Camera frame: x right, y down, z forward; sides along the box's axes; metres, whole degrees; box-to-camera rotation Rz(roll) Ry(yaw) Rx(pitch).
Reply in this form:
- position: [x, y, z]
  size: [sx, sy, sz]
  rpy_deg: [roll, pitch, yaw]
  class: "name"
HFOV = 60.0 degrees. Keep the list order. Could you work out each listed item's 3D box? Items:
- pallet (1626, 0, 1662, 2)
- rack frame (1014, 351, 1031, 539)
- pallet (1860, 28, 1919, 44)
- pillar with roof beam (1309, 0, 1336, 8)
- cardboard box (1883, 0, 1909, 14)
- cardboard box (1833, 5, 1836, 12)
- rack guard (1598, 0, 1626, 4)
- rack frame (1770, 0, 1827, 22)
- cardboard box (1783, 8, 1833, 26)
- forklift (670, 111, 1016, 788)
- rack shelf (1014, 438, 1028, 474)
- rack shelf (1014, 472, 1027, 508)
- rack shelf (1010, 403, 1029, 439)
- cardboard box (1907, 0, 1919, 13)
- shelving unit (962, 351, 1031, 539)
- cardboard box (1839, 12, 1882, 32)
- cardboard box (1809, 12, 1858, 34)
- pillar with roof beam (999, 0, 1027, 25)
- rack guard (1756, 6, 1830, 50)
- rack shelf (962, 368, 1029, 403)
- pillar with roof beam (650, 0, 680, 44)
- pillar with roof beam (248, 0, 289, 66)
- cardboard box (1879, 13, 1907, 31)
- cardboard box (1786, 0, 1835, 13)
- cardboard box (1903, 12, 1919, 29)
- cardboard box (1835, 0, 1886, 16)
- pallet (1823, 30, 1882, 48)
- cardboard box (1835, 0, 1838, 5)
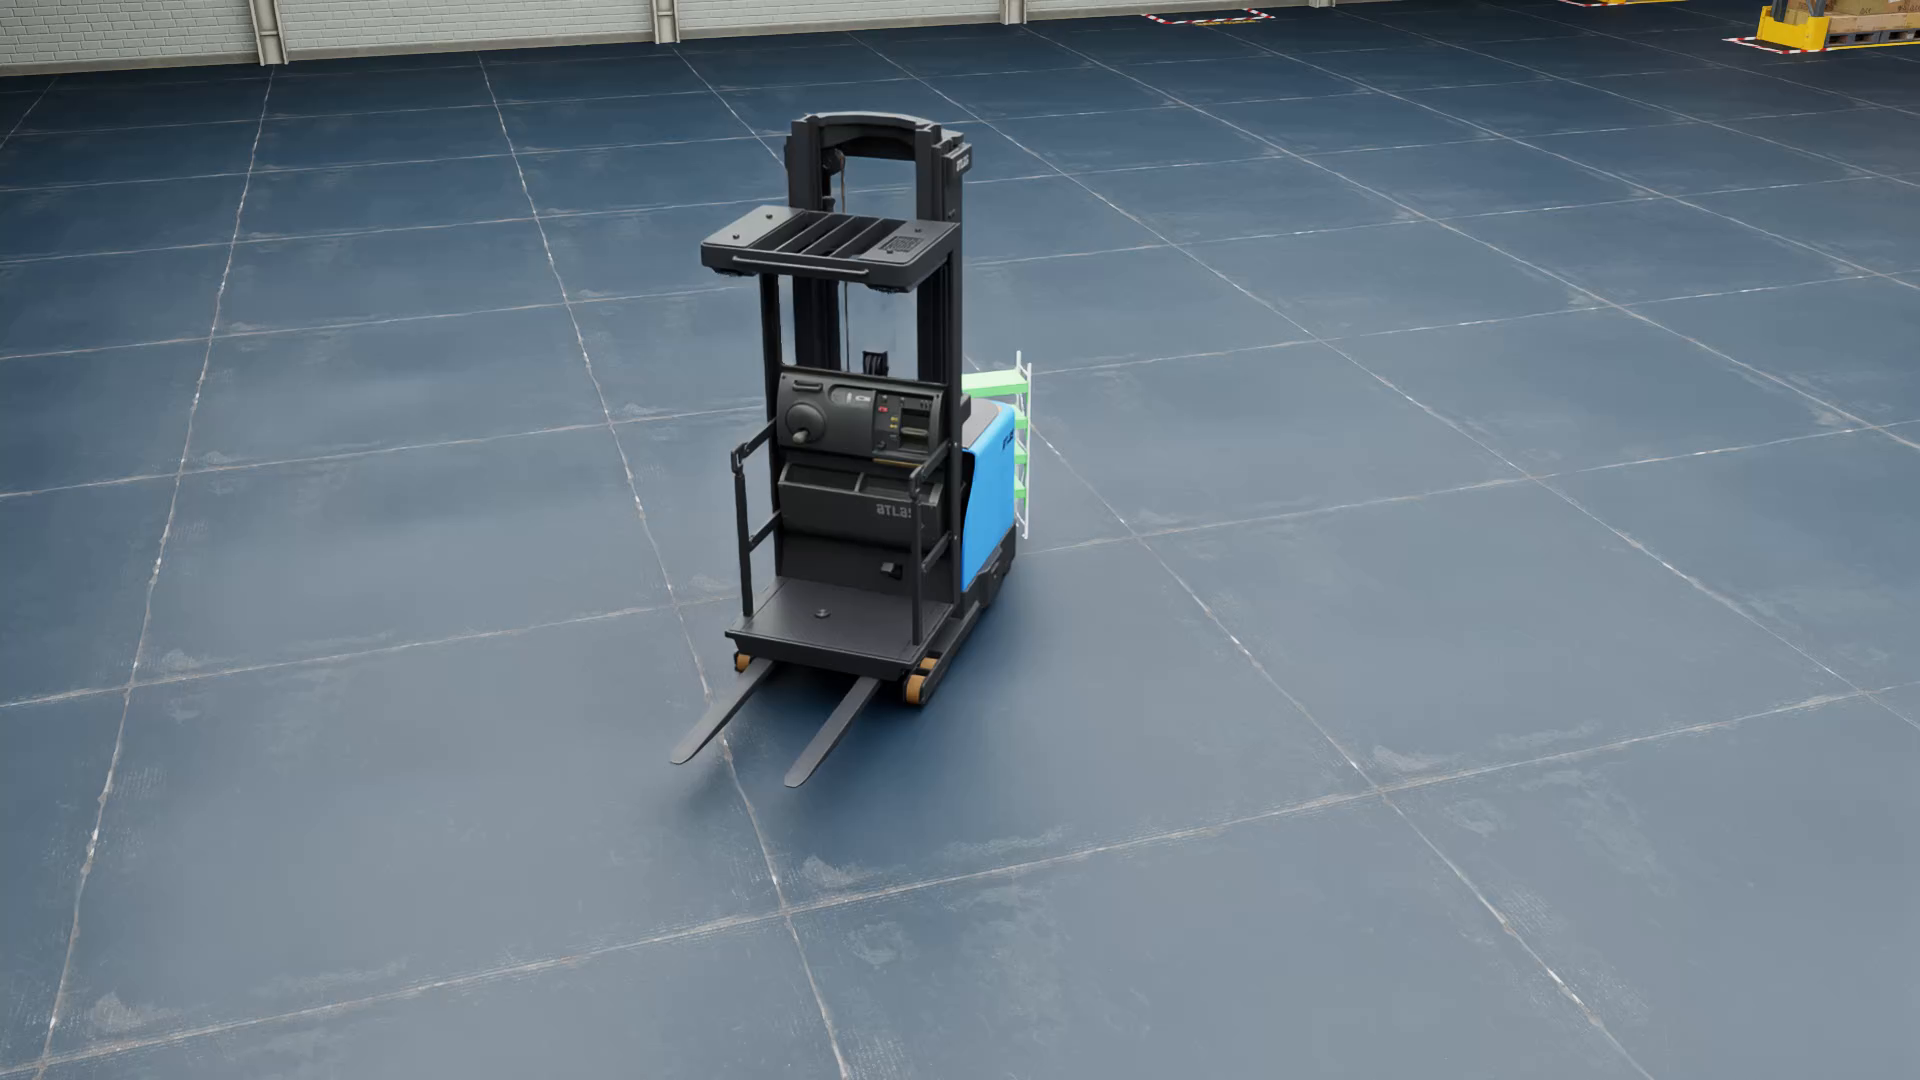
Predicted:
- position: [12.784, -10.350, 31.360]
  size: [1.213, 0.211, 1.003]
  rpy_deg: [-8, 28, -16]
  class: "pallet"
- position: [0.398, -0.597, 10.603]
  size: [0.015, 1.200, 0.240]
  rpy_deg: [-7, 27, -14]
  class: "rack frame"
- position: [15.338, -8.438, 27.509]
  size: [1.213, 0.211, 1.003]
  rpy_deg: [-8, 28, -16]
  class: "pallet"
- position: [7.954, -11.994, 24.790]
  size: [0.400, 9.000, 9.100]
  rpy_deg: [-8, 28, -16]
  class: "pillar with roof beam"
- position: [14.991, -8.814, 26.907]
  size: [0.500, 0.500, 0.500]
  rpy_deg: [-8, 28, -16]
  class: "cardboard box"
- position: [14.356, -8.627, 27.374]
  size: [0.500, 0.250, 0.500]
  rpy_deg: [-8, 28, -16]
  class: "cardboard box"
- position: [12.001, -10.382, 31.101]
  size: [0.348, 0.500, 1.175]
  rpy_deg: [-8, 28, -16]
  class: "rack guard"
- position: [13.466, -9.398, 26.306]
  size: [0.127, 3.000, 1.000]
  rpy_deg: [-8, 28, -16]
  class: "rack frame"
- position: [13.884, -8.553, 27.225]
  size: [0.500, 0.250, 0.500]
  rpy_deg: [-8, 28, -16]
  class: "cardboard box"
- position: [-0.609, -0.624, 8.711]
  size: [1.130, 2.935, 3.031]
  rpy_deg: [9, 28, 17]
  class: "forklift"
- position: [0.164, -0.509, 10.571]
  size: [0.480, 0.148, 0.258]
  rpy_deg: [-7, 27, -14]
  class: "rack shelf"
- position: [0.164, -0.294, 10.677]
  size: [0.480, 0.148, 0.258]
  rpy_deg: [-7, 27, -14]
  class: "rack shelf"
- position: [0.164, -0.724, 10.464]
  size: [0.480, 0.148, 0.258]
  rpy_deg: [-7, 27, -14]
  class: "rack shelf"
- position: [15.472, -8.875, 27.031]
  size: [0.500, 0.500, 0.500]
  rpy_deg: [-8, 28, -16]
  class: "cardboard box"
- position: [0.164, -0.567, 10.542]
  size: [0.503, 1.200, 0.258]
  rpy_deg: [-7, 27, -14]
  class: "shelving unit"
- position: [14.519, -8.404, 26.925]
  size: [0.500, 0.250, 0.500]
  rpy_deg: [-8, 28, -16]
  class: "cardboard box"
- position: [14.045, -8.334, 26.784]
  size: [0.500, 0.250, 0.500]
  rpy_deg: [-8, 28, -16]
  class: "cardboard box"
- position: [2.249, -11.168, 23.126]
  size: [0.400, 9.000, 9.100]
  rpy_deg: [-8, 28, -16]
  class: "pillar with roof beam"
- position: [13.443, -8.275, 26.855]
  size: [0.348, 0.500, 1.175]
  rpy_deg: [-8, 28, -16]
  class: "rack guard"
- position: [0.164, -0.939, 10.357]
  size: [0.480, 0.148, 0.258]
  rpy_deg: [-7, 27, -14]
  class: "rack shelf"
- position: [-3.456, -10.342, 21.462]
  size: [0.400, 9.000, 9.100]
  rpy_deg: [-8, 28, -16]
  class: "pillar with roof beam"
- position: [-9.161, -9.516, 19.798]
  size: [0.400, 9.000, 9.100]
  rpy_deg: [-8, 28, -16]
  class: "pillar with roof beam"
- position: [14.994, -8.473, 27.064]
  size: [0.500, 0.250, 0.500]
  rpy_deg: [-8, 28, -16]
  class: "cardboard box"
- position: [13.884, -8.890, 27.060]
  size: [0.500, 0.500, 0.500]
  rpy_deg: [-8, 28, -16]
  class: "cardboard box"
- position: [15.471, -8.540, 27.198]
  size: [0.500, 0.250, 0.500]
  rpy_deg: [-8, 28, -16]
  class: "cardboard box"
- position: [14.519, -8.739, 26.757]
  size: [0.500, 0.500, 0.500]
  rpy_deg: [-8, 28, -16]
  class: "cardboard box"
- position: [14.180, -8.272, 27.174]
  size: [1.213, 0.211, 1.003]
  rpy_deg: [-8, 28, -16]
  class: "pallet"
- position: [14.830, -9.034, 27.350]
  size: [0.500, 0.500, 0.500]
  rpy_deg: [-8, 28, -16]
  class: "cardboard box"
